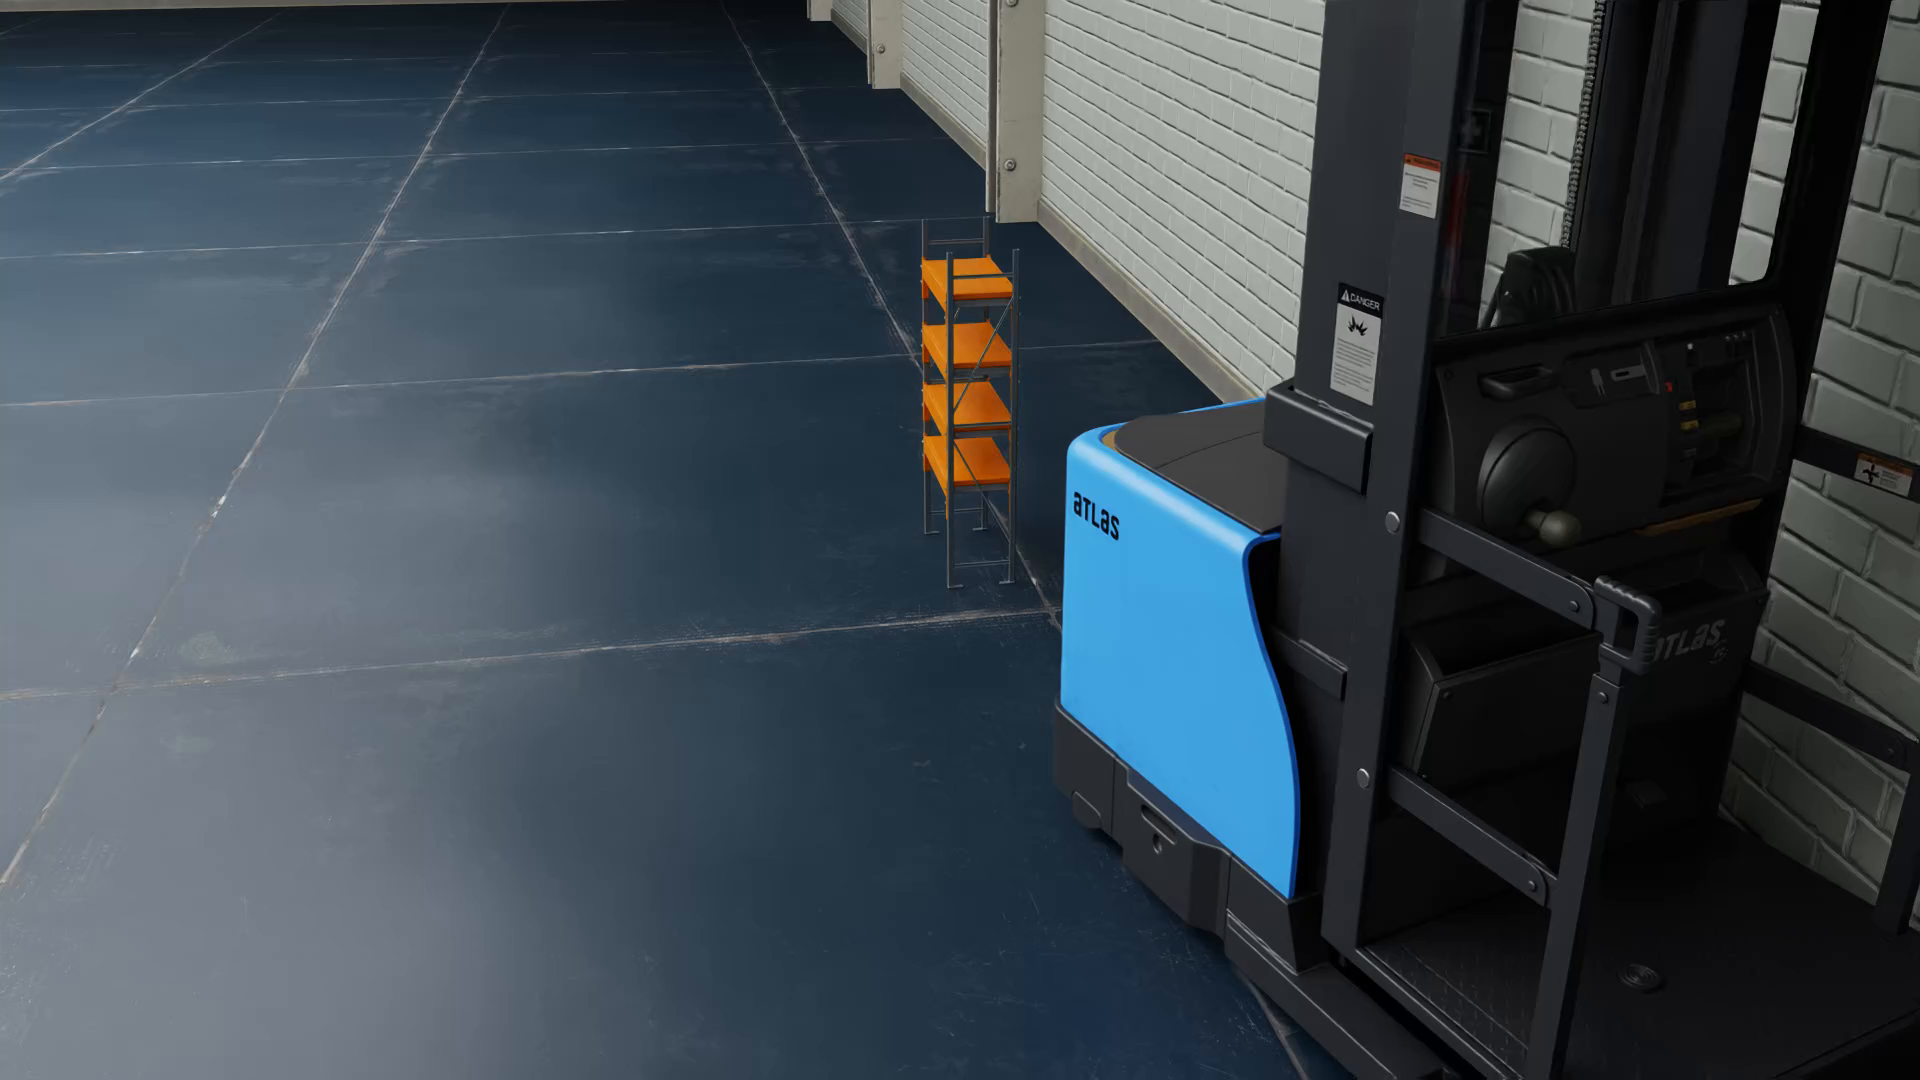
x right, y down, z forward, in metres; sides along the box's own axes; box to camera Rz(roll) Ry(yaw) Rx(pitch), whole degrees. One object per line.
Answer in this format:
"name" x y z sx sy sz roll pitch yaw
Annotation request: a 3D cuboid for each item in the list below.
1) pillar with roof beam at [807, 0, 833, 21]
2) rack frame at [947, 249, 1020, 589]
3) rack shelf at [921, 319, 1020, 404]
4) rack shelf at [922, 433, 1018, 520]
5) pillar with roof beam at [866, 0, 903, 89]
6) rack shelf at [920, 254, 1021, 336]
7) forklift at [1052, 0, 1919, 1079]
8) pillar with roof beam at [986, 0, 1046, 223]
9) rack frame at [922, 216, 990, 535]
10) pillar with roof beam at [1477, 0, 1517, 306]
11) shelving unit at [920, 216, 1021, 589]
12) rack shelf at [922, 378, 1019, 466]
"pillar with roof beam" -6.085 -10.729 19.573 9.100 9.000 0.400 -4 24 -10
"rack frame" 0.076 -0.389 5.641 0.240 1.200 0.015 -4 24 -10
"rack shelf" 0.031 -0.628 5.798 0.258 0.148 0.480 -4 24 -10
"rack shelf" 0.031 -0.241 5.967 0.258 0.148 0.480 -4 24 -10
"pillar with roof beam" -4.976 -8.369 14.170 9.100 9.000 0.400 -4 24 -10
"rack shelf" 0.031 -0.845 5.703 0.258 0.148 0.480 -4 24 -10
"forklift" 1.386 -0.201 3.048 1.130 2.935 3.031 -12 26 -25
"pillar with roof beam" -3.866 -6.009 8.766 9.100 9.000 0.400 -4 24 -10
"rack frame" -0.015 -0.581 6.081 0.240 1.200 0.015 -4 24 -10
"pillar with roof beam" -2.757 -3.649 3.362 9.100 9.000 0.400 -4 24 -10
"shelving unit" 0.031 -0.485 5.861 0.258 1.200 0.503 -4 24 -10
"rack shelf" 0.031 -0.423 5.888 0.258 0.148 0.480 -4 24 -10
